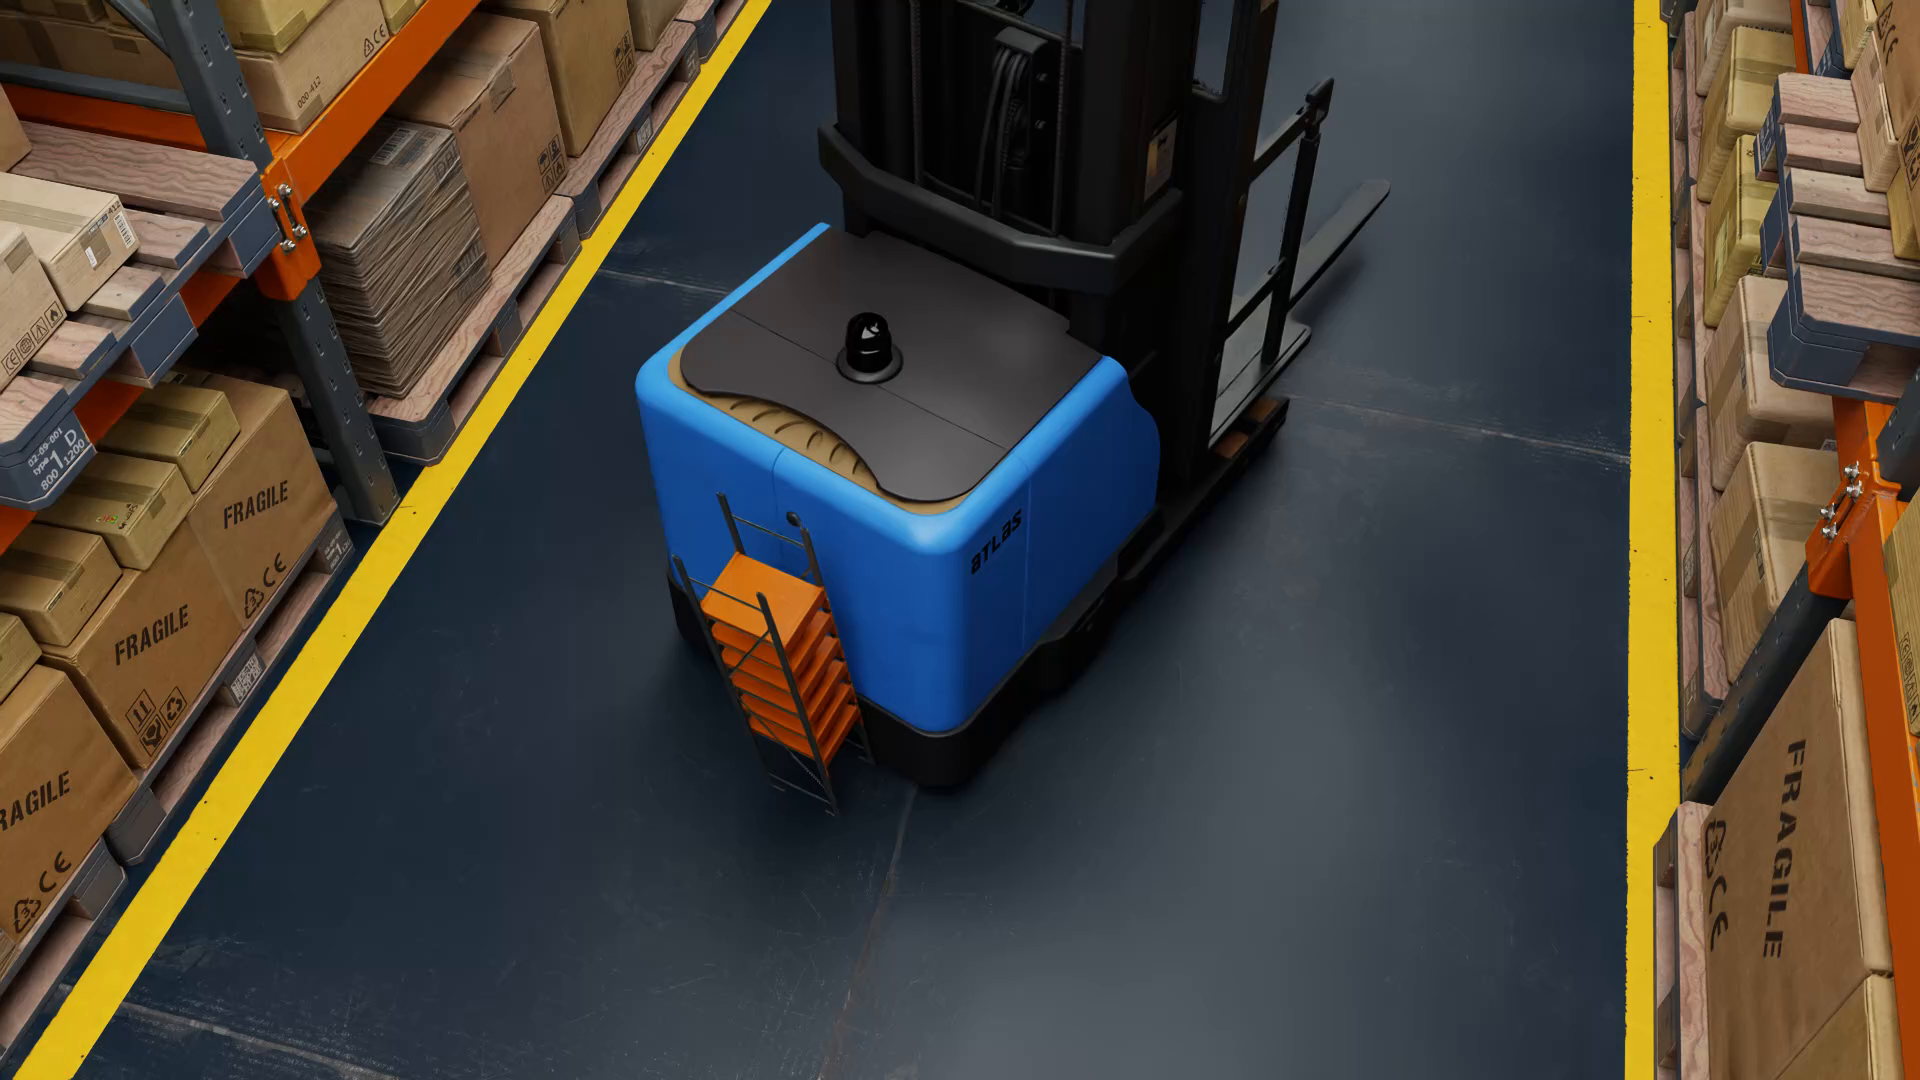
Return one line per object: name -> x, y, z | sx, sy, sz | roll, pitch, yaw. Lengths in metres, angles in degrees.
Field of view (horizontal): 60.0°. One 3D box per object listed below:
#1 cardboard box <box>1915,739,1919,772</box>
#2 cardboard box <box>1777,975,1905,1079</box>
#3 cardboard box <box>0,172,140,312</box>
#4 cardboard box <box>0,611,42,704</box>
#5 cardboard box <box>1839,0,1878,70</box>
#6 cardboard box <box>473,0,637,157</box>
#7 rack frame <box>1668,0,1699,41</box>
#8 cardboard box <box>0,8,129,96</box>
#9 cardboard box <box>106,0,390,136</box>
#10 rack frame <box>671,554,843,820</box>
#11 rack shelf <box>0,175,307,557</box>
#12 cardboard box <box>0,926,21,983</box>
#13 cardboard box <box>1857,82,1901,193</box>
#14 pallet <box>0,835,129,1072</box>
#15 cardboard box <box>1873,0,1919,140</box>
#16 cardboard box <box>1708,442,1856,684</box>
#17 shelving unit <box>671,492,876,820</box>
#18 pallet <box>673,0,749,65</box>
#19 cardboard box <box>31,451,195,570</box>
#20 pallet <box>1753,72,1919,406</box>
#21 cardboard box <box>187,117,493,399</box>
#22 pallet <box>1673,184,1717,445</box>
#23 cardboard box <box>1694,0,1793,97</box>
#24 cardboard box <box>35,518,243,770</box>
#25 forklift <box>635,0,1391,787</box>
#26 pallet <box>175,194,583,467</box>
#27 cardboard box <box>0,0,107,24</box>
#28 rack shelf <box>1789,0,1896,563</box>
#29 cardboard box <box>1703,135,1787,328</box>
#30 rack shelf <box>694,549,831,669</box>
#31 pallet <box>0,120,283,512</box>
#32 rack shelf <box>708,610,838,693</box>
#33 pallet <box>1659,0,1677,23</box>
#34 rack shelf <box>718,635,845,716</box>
cardboard box -> 2.002, 0.533, 2.879 | 0.500, 0.250, 0.500 | 10, 49, 9
cardboard box -> 1.991, 1.496, 3.066 | 0.875, 0.875, 0.875 | 12, 50, 10
cardboard box -> -2.100, -0.678, 3.735 | 0.380, 0.149, 0.250 | 12, 50, 11
cardboard box -> -2.450, 0.275, 3.961 | 0.380, 0.149, 0.250 | 13, 50, 11
cardboard box -> 2.508, -1.317, 4.299 | 0.380, 0.149, 0.250 | 12, 50, 11
cardboard box -> -1.779, -1.936, 6.261 | 0.875, 0.625, 0.625 | 10, 49, 8
rack frame -> 3.545, -3.089, 5.976 | 1.000, 3.000, 0.127 | 12, 50, 10
cardboard box -> -2.426, -1.499, 4.672 | 0.500, 0.250, 0.500 | 11, 49, 9
cardboard box -> -1.945, -1.396, 4.581 | 0.500, 0.250, 0.500 | 12, 50, 10
rack frame -> -0.477, 0.400, 4.106 | 0.240, 1.200, 0.006 | 22, 62, 18
rack shelf -> -2.824, 0.512, 3.277 | 1.077, 0.370, 4.000 | 12, 50, 10
cardboard box -> -2.597, 0.982, 3.770 | 0.500, 0.500, 0.500 | 10, 49, 9
cardboard box -> 2.375, -0.934, 3.962 | 0.380, 0.149, 0.250 | 11, 50, 10
pallet -> -2.854, 1.162, 4.083 | 1.003, 0.211, 1.213 | 12, 50, 10
cardboard box -> 2.469, -1.226, 3.786 | 0.500, 0.500, 0.500 | 11, 49, 9
cardboard box -> 2.650, 0.128, 4.609 | 0.950, 0.372, 0.625 | 9, 49, 7
shelving unit -> -0.434, 0.330, 4.147 | 0.258, 1.200, 0.189 | 22, 62, 18
pallet -> -1.401, -2.603, 7.406 | 1.003, 0.211, 1.213 | 12, 50, 10
cardboard box -> -2.225, -0.088, 4.282 | 0.380, 0.149, 0.250 | 9, 49, 8
pallet -> 2.577, -0.669, 3.968 | 1.213, 0.211, 1.003 | 12, 50, 10
cardboard box -> -2.120, -0.974, 5.413 | 0.875, 0.625, 0.625 | 13, 50, 11
pallet -> 3.022, -0.718, 5.743 | 1.003, 0.211, 1.213 | 12, 50, 10
cardboard box -> 3.409, -1.979, 6.468 | 0.950, 0.372, 0.625 | 12, 50, 11
cardboard box -> -2.343, 0.224, 4.439 | 0.500, 0.500, 0.500 | 11, 49, 9
forklift -> 0.427, -1.363, 4.498 | 1.130, 2.935, 3.031 | 28, 54, 23
pallet -> -2.043, -0.838, 5.849 | 1.003, 0.211, 1.213 | 12, 50, 10
cardboard box -> -2.448, -1.668, 4.488 | 0.500, 0.250, 0.500 | 13, 50, 11
rack shelf -> 3.018, -1.404, 4.969 | 1.077, 0.370, 4.000 | 12, 50, 10
cardboard box -> 3.042, -0.955, 5.565 | 0.950, 0.372, 0.625 | 13, 50, 11
rack shelf -> -0.460, 0.160, 3.883 | 0.258, 0.103, 0.180 | 22, 62, 18
pallet -> -2.408, -0.605, 3.911 | 1.213, 0.211, 1.003 | 12, 50, 10
rack shelf -> -0.450, 0.225, 3.984 | 0.258, 0.103, 0.180 | 22, 62, 18
pallet -> 3.687, -2.659, 7.456 | 1.003, 0.211, 1.213 | 12, 50, 10
rack shelf -> -0.440, 0.290, 4.084 | 0.258, 0.103, 0.180 | 22, 62, 18
